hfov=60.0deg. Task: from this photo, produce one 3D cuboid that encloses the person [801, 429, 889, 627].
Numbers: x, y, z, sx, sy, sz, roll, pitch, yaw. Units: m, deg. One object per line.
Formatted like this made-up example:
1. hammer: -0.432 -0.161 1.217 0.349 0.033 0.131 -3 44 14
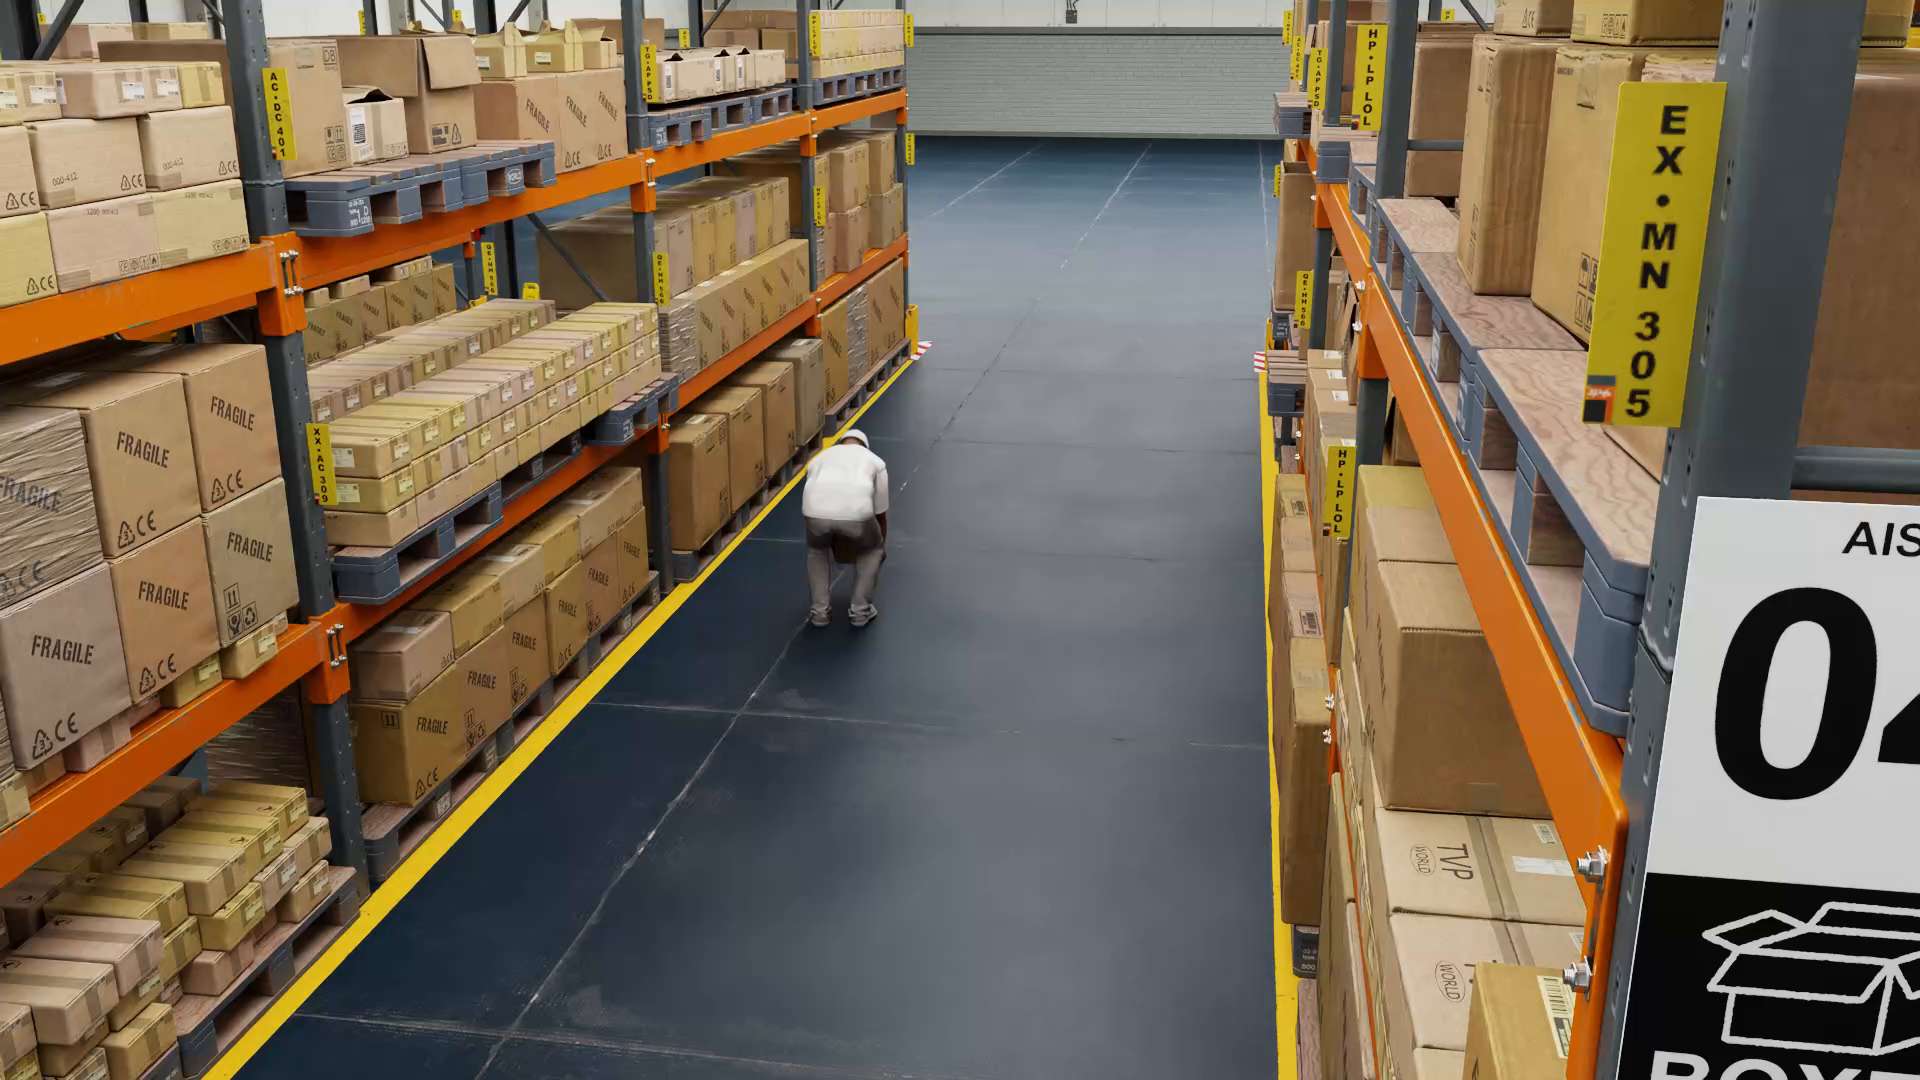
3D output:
1. person: -0.713 -0.067 10.332 0.509 1.088 0.965 2 18 6
